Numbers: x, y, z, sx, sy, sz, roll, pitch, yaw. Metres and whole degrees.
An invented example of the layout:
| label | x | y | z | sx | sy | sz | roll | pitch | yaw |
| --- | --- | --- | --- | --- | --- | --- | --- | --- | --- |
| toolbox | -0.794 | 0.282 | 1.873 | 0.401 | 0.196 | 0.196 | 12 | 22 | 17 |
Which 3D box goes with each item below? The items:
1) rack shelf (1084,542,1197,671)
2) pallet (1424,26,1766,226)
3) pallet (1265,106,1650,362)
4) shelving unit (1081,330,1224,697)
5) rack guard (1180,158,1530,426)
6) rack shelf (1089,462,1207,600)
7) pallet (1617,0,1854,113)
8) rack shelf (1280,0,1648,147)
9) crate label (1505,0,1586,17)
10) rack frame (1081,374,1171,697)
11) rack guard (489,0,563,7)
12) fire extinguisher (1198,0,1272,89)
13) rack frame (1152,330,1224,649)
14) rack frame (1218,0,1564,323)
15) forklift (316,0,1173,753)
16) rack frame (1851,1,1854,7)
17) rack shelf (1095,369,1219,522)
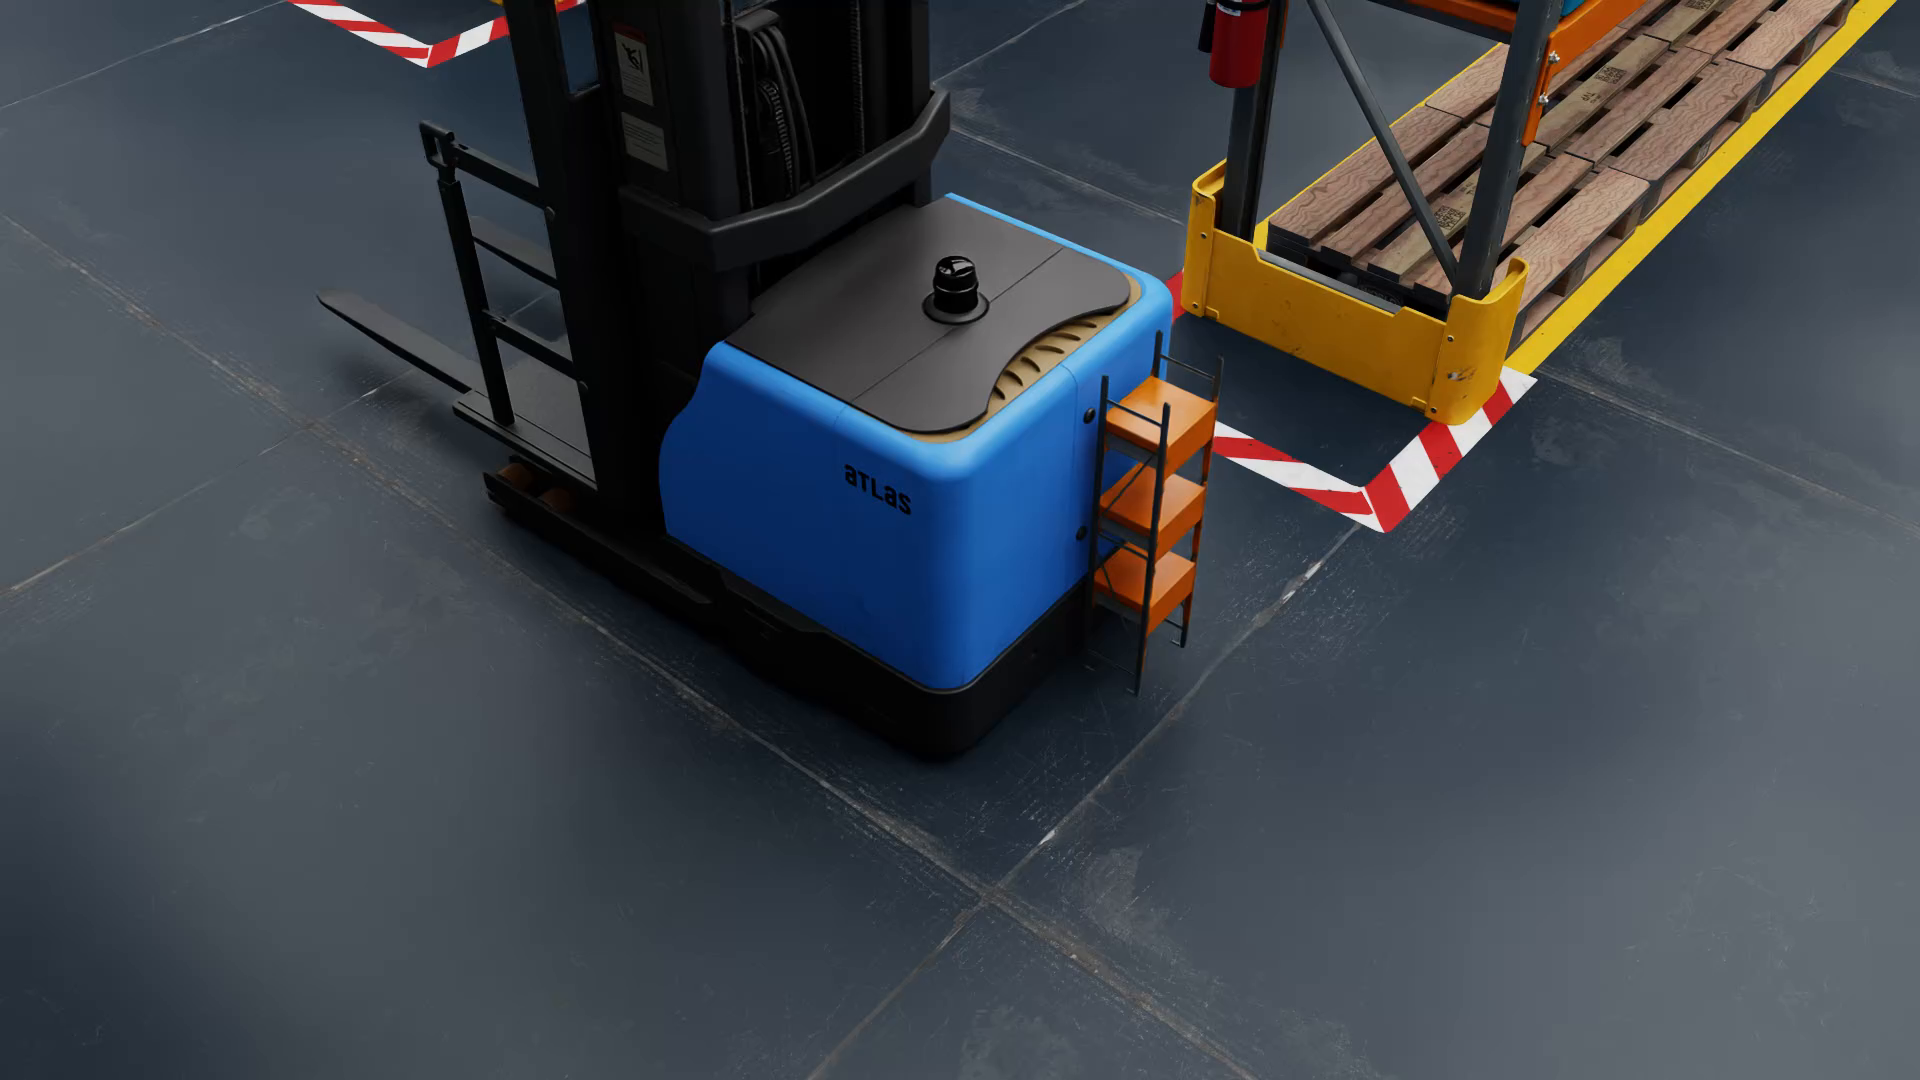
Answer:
| label | x | y | z | sx | sy | sz | roll | pitch | yaw |
| --- | --- | --- | --- | --- | --- | --- | --- | --- | --- |
| rack shelf | 0.509 | 0.167 | 4.714 | 0.215 | 0.259 | 0.240 | 28 | 49 | 27 |
| pallet | 2.706 | -1.843 | 7.120 | 1.003 | 0.211 | 1.213 | 29 | 50 | 28 |
| pallet | 1.921 | -1.217 | 6.432 | 1.003 | 0.211 | 1.213 | 29 | 50 | 28 |
| shelving unit | 0.510 | -0.046 | 4.520 | 0.215 | 1.050 | 0.252 | 28 | 49 | 27 |
| rack guard | 1.355 | -0.898 | 5.866 | 1.175 | 0.500 | 0.348 | 29 | 50 | 28 |
| rack shelf | 0.509 | -0.038 | 4.527 | 0.215 | 0.259 | 0.240 | 28 | 49 | 27 |
| pallet | 3.491 | -2.474 | 7.814 | 1.003 | 0.211 | 1.213 | 29 | 50 | 28 |
| rack shelf | 2.647 | -2.605 | 6.420 | 1.077 | 0.370 | 4.000 | 29 | 50 | 28 |
| crate label | 1.771 | -1.786 | 5.064 | 0.416 | 0.233 | 0.303 | 29 | 50 | 28 |
| rack frame | 0.434 | 0.018 | 4.450 | 0.200 | 1.050 | 0.008 | 28 | 49 | 27 |
| rack guard | -2.446 | -3.048 | 8.231 | 1.175 | 0.500 | 0.348 | 29 | 50 | 28 |
| fire extinguisher | 0.915 | -1.794 | 5.328 | 0.296 | 0.674 | 0.183 | 29 | 50 | 28 |
| rack frame | 0.585 | -0.110 | 4.591 | 0.200 | 1.050 | 0.008 | 28 | 49 | 27 |
| rack frame | 1.360 | -1.841 | 5.045 | 1.000 | 3.000 | 0.127 | 29 | 50 | 28 |
| forklift | -0.885 | -1.333 | 4.537 | 3.031 | 2.935 | 1.130 | 28 | 49 | 27 |
| rack frame | 3.935 | -3.901 | 7.310 | 1.000 | 3.000 | 0.127 | 29 | 50 | 28 |
| rack shelf | 0.510 | -0.248 | 4.336 | 0.215 | 0.259 | 0.240 | 28 | 49 | 27 |
